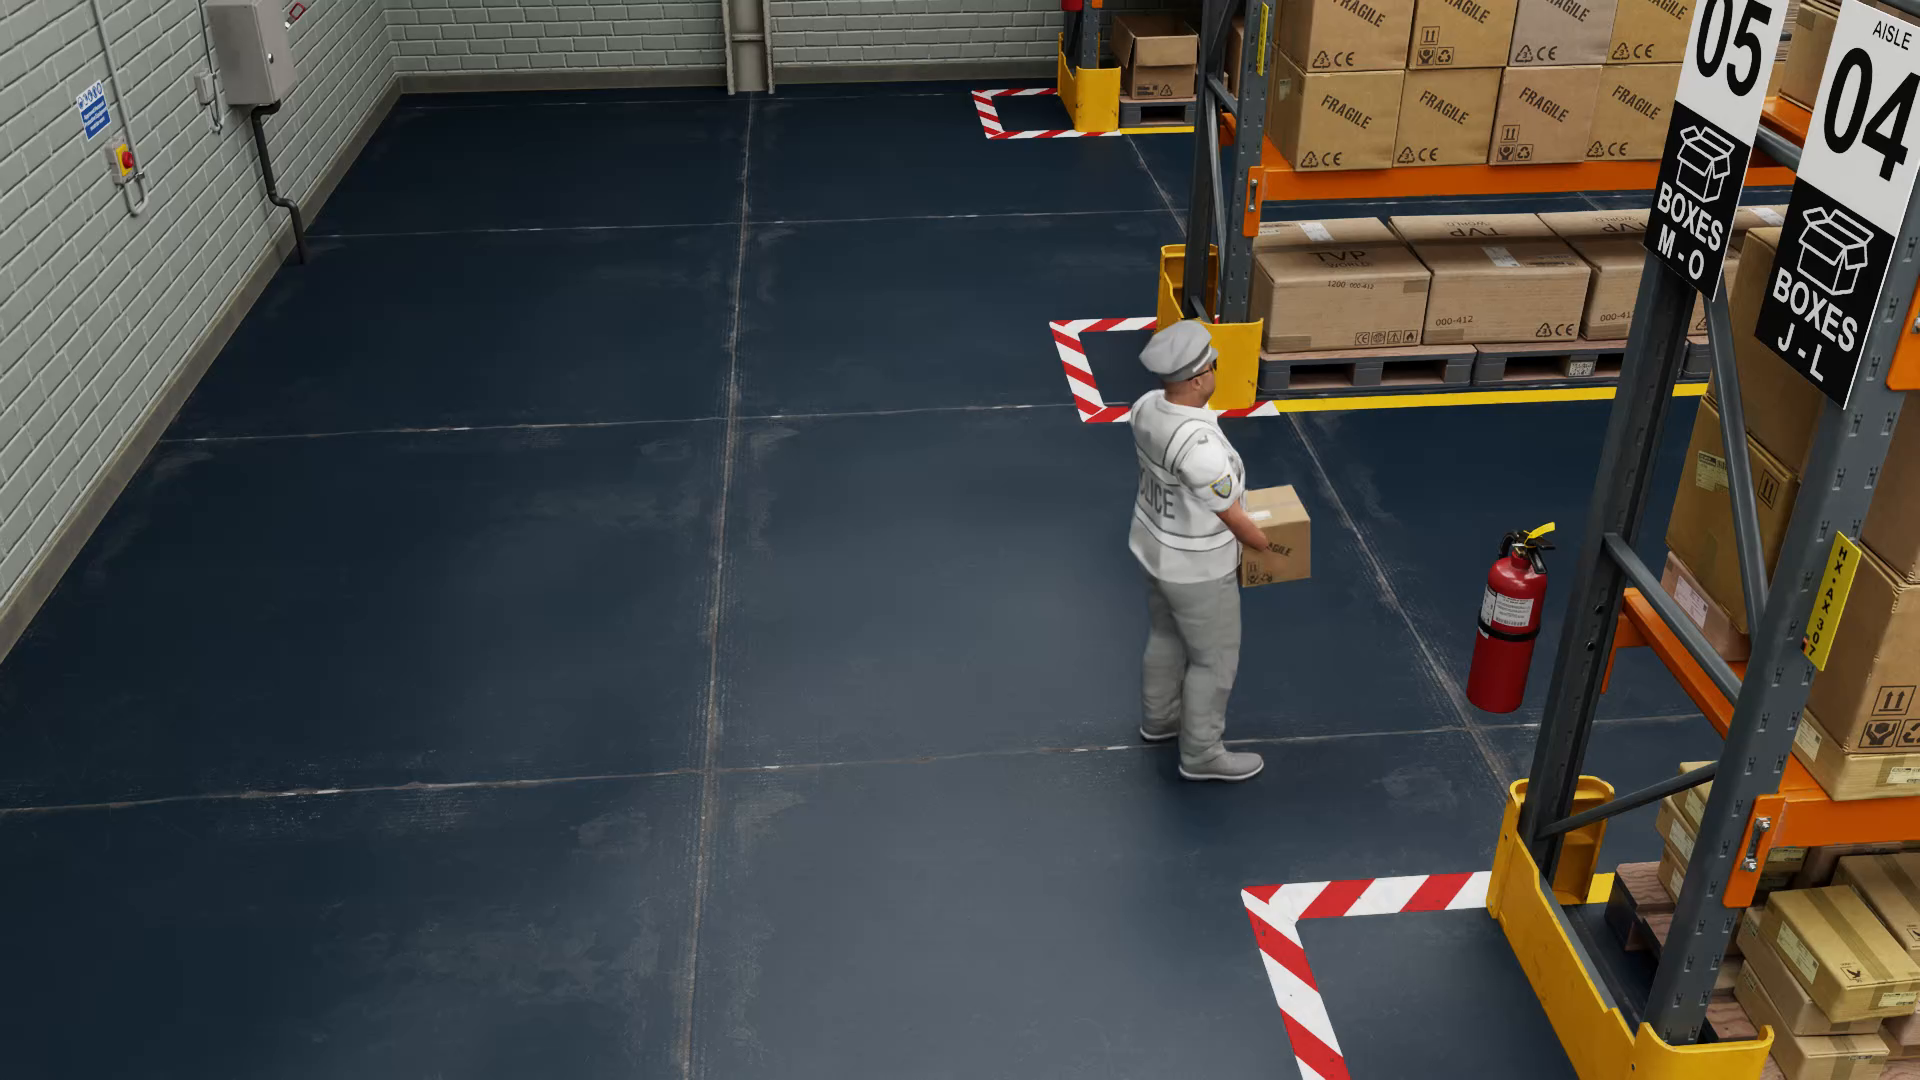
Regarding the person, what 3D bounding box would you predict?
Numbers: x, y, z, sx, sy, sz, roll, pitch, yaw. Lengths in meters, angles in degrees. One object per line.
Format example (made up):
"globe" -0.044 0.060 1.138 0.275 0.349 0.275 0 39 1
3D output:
"person" 0.889 0.038 6.028 0.546 1.784 0.548 -11 33 -18
